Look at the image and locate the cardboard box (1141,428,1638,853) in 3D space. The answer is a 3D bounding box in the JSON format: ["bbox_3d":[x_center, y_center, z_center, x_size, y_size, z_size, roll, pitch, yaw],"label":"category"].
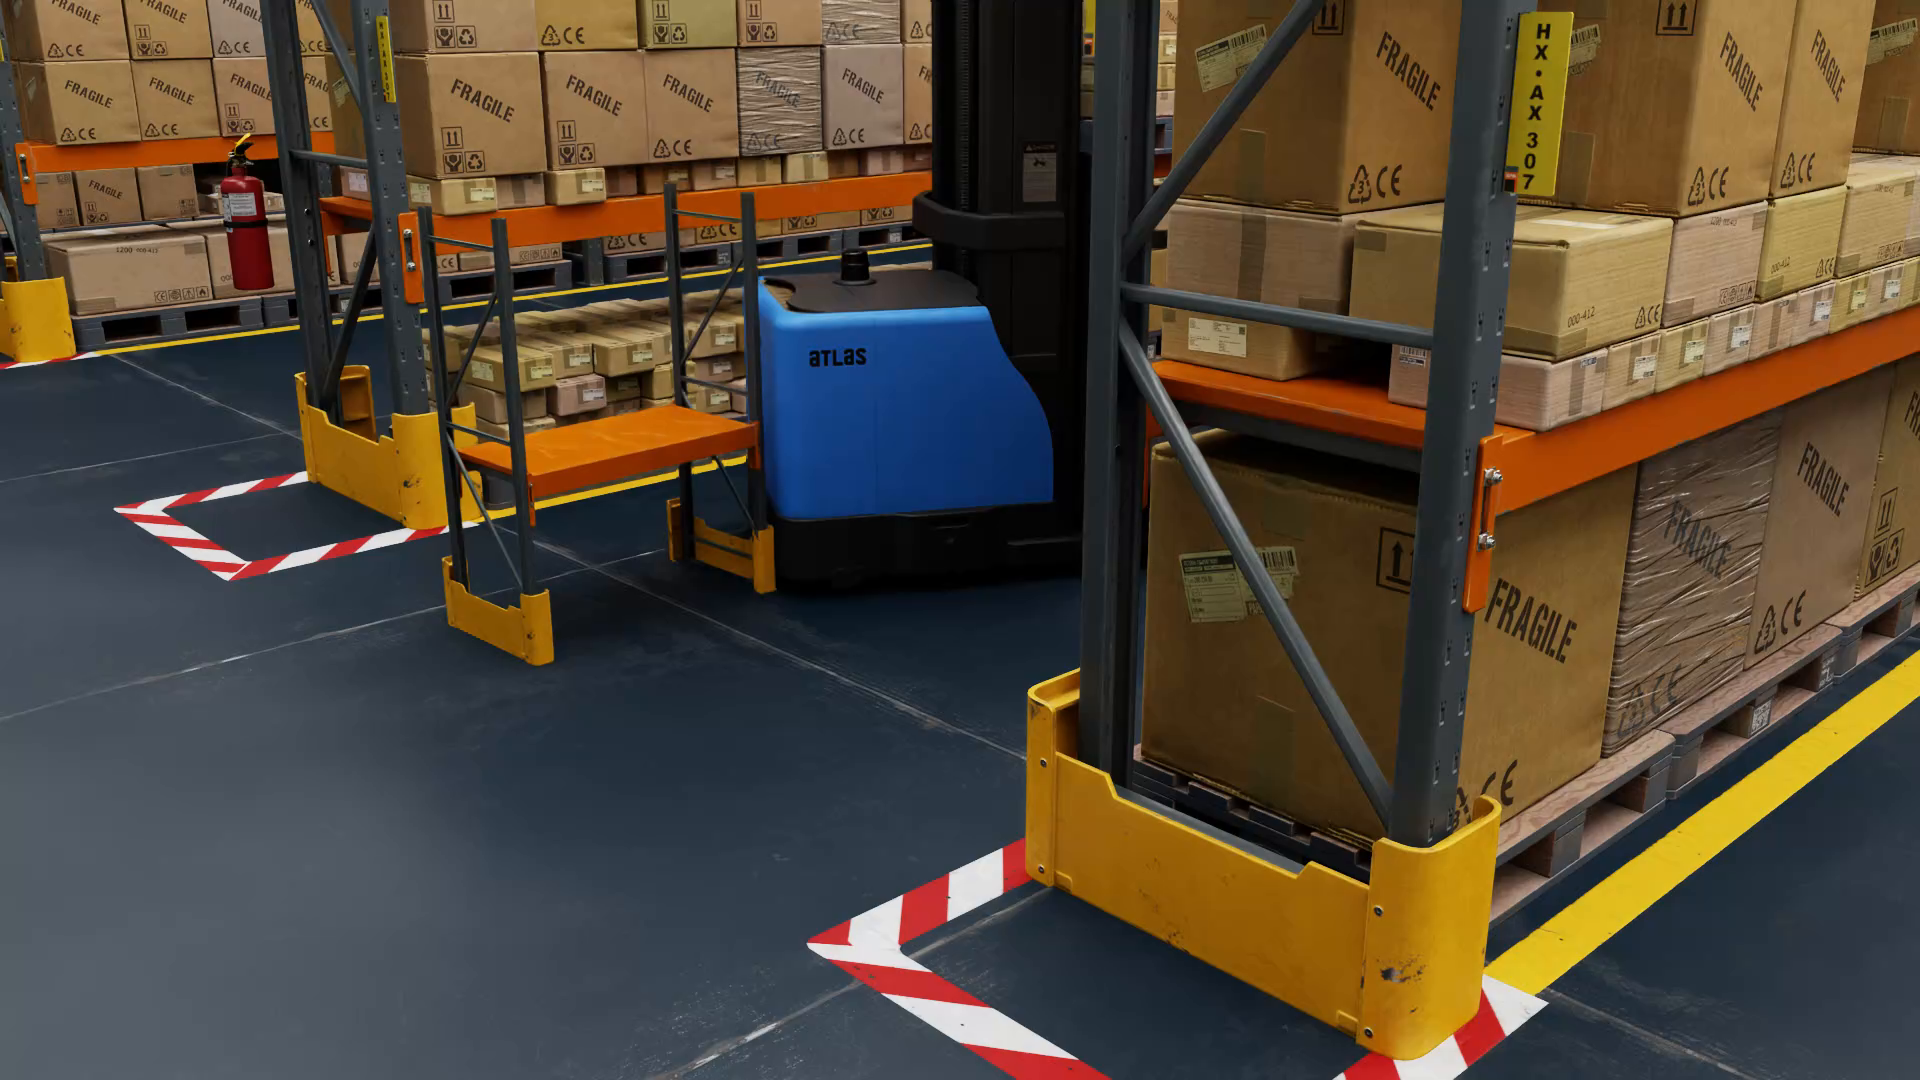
[{"bbox_3d":[1.097,0.179,4.332,0.875,0.875,0.875,-16,24,-41],"label":"cardboard box"}]

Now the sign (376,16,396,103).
[{"bbox_3d":[-2.274,-1.901,6.582,0.005,0.325,0.100,-16,24,-41],"label":"sign"}]

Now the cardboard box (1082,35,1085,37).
[{"bbox_3d":[0.612,-3.008,10.160,0.380,0.149,0.250,17,25,42],"label":"cardboard box"}]

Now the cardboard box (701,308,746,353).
[{"bbox_3d":[-1.090,-1.056,8.355,0.250,0.149,0.380,-16,24,-40],"label":"cardboard box"}]

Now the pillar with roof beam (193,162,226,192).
[{"bbox_3d":[-4.795,-6.602,12.755,0.400,9.000,9.100,-16,24,-41],"label":"pillar with roof beam"}]

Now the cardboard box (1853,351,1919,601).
[{"bbox_3d":[3.059,-0.393,6.097,0.875,0.875,0.875,-16,24,-41],"label":"cardboard box"}]

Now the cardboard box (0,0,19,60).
[{"bbox_3d":[-5.935,-3.378,10.756,0.500,0.500,0.500,-15,23,-39],"label":"cardboard box"}]

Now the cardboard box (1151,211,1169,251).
[{"bbox_3d":[0.978,-1.923,10.210,0.500,0.250,0.500,17,24,41],"label":"cardboard box"}]

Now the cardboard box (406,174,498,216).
[{"bbox_3d":[-2.187,-1.487,7.114,0.250,0.149,0.380,-17,24,-41],"label":"cardboard box"}]

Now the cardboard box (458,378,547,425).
[{"bbox_3d":[-2.090,-0.650,7.584,0.250,0.149,0.380,-15,23,-39],"label":"cardboard box"}]

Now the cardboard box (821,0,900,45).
[{"bbox_3d":[-0.650,-2.747,8.329,0.500,0.500,0.500,-15,24,-39],"label":"cardboard box"}]

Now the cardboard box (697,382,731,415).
[{"bbox_3d":[-1.356,-0.727,8.305,0.250,0.149,0.380,-16,24,-41],"label":"cardboard box"}]

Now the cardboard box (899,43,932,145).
[{"bbox_3d":[-0.276,-2.372,8.793,0.500,0.500,0.500,-17,25,-42],"label":"cardboard box"}]

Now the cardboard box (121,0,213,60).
[{"bbox_3d":[-5.206,-3.371,10.735,0.500,0.500,0.500,-17,25,-42],"label":"cardboard box"}]

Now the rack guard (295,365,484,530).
[{"bbox_3d":[-2.592,-0.438,7.525,0.348,0.500,1.175,-16,24,-41],"label":"rack guard"}]

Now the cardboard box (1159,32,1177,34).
[{"bbox_3d":[1.364,-3.227,10.835,0.380,0.149,0.250,17,24,41],"label":"cardboard box"}]

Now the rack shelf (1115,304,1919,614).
[{"bbox_3d":[2.140,-0.560,5.014,4.000,0.370,1.077,-16,24,-41],"label":"rack shelf"}]

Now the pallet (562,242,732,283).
[{"bbox_3d":[-2.706,-2.401,14.046,1.213,0.211,1.003,-16,24,-41],"label":"pallet"}]

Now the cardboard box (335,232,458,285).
[{"bbox_3d":[-4.395,-2.229,12.469,0.875,0.438,0.875,17,25,42],"label":"cardboard box"}]

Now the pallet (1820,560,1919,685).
[{"bbox_3d":[2.987,0.144,6.197,1.213,0.211,1.003,-16,24,-41],"label":"pallet"}]

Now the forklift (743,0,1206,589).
[{"bbox_3d":[0.671,-1.436,6.663,3.031,2.935,1.130,-5,19,-14],"label":"forklift"}]

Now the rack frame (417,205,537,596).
[{"bbox_3d":[-1.628,-0.355,5.647,0.500,1.500,0.032,16,24,41],"label":"rack frame"}]

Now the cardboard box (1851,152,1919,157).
[{"bbox_3d":[3.079,-1.133,5.378,0.500,0.250,0.500,-15,23,-39],"label":"cardboard box"}]

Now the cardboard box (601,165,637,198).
[{"bbox_3d":[-1.704,-1.681,7.712,0.250,0.149,0.380,-15,23,-38],"label":"cardboard box"}]

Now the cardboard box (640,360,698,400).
[{"bbox_3d":[-1.474,-0.797,8.038,0.250,0.149,0.380,-15,23,-39],"label":"cardboard box"}]

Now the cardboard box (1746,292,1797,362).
[{"bbox_3d":[1.917,-0.578,4.311,0.250,0.149,0.380,-17,24,-42],"label":"cardboard box"}]

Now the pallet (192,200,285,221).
[{"bbox_3d":[-7.128,-3.186,16.470,1.213,0.211,1.003,-16,24,-41],"label":"pallet"}]

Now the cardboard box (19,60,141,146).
[{"bbox_3d":[-5.575,-2.784,10.546,0.500,0.500,0.500,-17,24,-41],"label":"cardboard box"}]

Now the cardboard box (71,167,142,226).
[{"bbox_3d":[-7.924,-3.192,15.337,0.500,0.500,0.500,-16,24,-40],"label":"cardboard box"}]

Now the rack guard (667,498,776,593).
[{"bbox_3d":[-0.942,0.016,6.529,0.587,0.250,0.087,16,24,41],"label":"rack guard"}]

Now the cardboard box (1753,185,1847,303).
[{"bbox_3d":[1.962,-0.807,4.371,0.500,0.250,0.500,17,25,42],"label":"cardboard box"}]

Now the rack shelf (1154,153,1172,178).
[{"bbox_3d":[1.713,-2.540,11.123,4.000,0.370,1.077,-16,24,-41],"label":"rack shelf"}]

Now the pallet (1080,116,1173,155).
[{"bbox_3d":[0.915,-2.497,10.133,1.213,0.211,1.003,-16,24,-41],"label":"pallet"}]

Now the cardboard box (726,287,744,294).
[{"bbox_3d":[-1.080,-1.277,9.036,0.380,0.149,0.250,17,24,42],"label":"cardboard box"}]

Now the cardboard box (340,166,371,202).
[{"bbox_3d":[-2.604,-1.624,7.537,0.250,0.149,0.380,-16,24,-41],"label":"cardboard box"}]

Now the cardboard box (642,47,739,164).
[{"bbox_3d":[-1.395,-2.053,7.810,0.500,0.500,0.500,-16,24,-40],"label":"cardboard box"}]

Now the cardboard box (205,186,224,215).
[{"bbox_3d":[-7.090,-3.298,16.045,0.258,0.266,0.396,-15,23,-39],"label":"cardboard box"}]

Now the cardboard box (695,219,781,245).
[{"bbox_3d":[-2.168,-3.078,14.379,0.875,0.875,0.875,-15,23,-39],"label":"cardboard box"}]

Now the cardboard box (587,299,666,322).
[{"bbox_3d":[-1.725,-1.140,8.616,0.250,0.149,0.380,-15,23,-39],"label":"cardboard box"}]

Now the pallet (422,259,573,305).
[{"bbox_3d":[-3.821,-2.077,13.047,1.213,0.211,1.003,-16,24,-41],"label":"pallet"}]

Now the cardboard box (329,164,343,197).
[{"bbox_3d":[-6.122,-3.721,16.970,0.500,0.500,0.500,-15,23,-38],"label":"cardboard box"}]

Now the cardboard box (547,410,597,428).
[{"bbox_3d":[-1.913,-0.568,7.814,0.250,0.149,0.380,-16,24,-41],"label":"cardboard box"}]

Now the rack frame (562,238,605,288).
[{"bbox_3d":[-3.215,-3.547,13.060,0.127,3.000,1.000,-16,24,-41],"label":"rack frame"}]

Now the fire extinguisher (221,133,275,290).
[{"bbox_3d":[-3.147,-1.447,7.314,0.183,0.674,0.296,-16,24,-41],"label":"fire extinguisher"}]

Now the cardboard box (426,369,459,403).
[{"bbox_3d":[-2.460,-0.772,7.962,0.250,0.149,0.380,-17,25,-42],"label":"cardboard box"}]

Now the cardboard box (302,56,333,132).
[{"bbox_3d":[-4.493,-3.111,11.554,0.500,0.500,0.500,-15,23,-39],"label":"cardboard box"}]

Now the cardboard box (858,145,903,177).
[{"bbox_3d":[-0.516,-1.991,8.668,0.380,0.149,0.250,17,24,41],"label":"cardboard box"}]

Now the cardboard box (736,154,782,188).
[{"bbox_3d":[-1.088,-1.829,8.169,0.250,0.149,0.380,-15,23,-39],"label":"cardboard box"}]

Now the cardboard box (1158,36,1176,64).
[{"bbox_3d":[1.060,-2.863,9.713,0.250,0.149,0.380,-15,23,-39],"label":"cardboard box"}]

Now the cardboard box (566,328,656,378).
[{"bbox_3d":[-1.644,-0.883,7.820,0.250,0.149,0.380,-16,24,-41],"label":"cardboard box"}]

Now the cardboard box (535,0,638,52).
[{"bbox_3d":[-1.776,-2.420,7.319,0.500,0.500,0.500,-15,23,-39],"label":"cardboard box"}]

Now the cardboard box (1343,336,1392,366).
[{"bbox_3d":[0.907,-0.563,4.266,0.250,0.149,0.380,-16,24,-40],"label":"cardboard box"}]

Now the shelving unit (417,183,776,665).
[{"bbox_3d":[-1.284,-0.467,5.992,0.587,1.500,1.083,16,24,41],"label":"shelving unit"}]

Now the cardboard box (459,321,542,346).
[{"bbox_3d":[-2.215,-0.947,8.019,0.250,0.149,0.380,-16,24,-40],"label":"cardboard box"}]

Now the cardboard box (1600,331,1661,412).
[{"bbox_3d":[1.357,-0.415,3.807,0.250,0.149,0.380,-17,24,-42],"label":"cardboard box"}]

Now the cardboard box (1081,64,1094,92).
[{"bbox_3d":[0.862,-2.661,9.572,0.250,0.149,0.380,-16,24,-40],"label":"cardboard box"}]

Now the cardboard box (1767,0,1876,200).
[{"bbox_3d":[1.957,-1.163,4.254,0.500,0.500,0.500,-17,25,-42],"label":"cardboard box"}]

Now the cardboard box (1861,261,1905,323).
[{"bbox_3d":[2.478,-0.742,4.817,0.250,0.149,0.380,-16,24,-40],"label":"cardboard box"}]

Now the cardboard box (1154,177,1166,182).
[{"bbox_3d":[1.698,-3.927,17.812,0.625,0.372,0.950,-14,23,-37],"label":"cardboard box"}]
